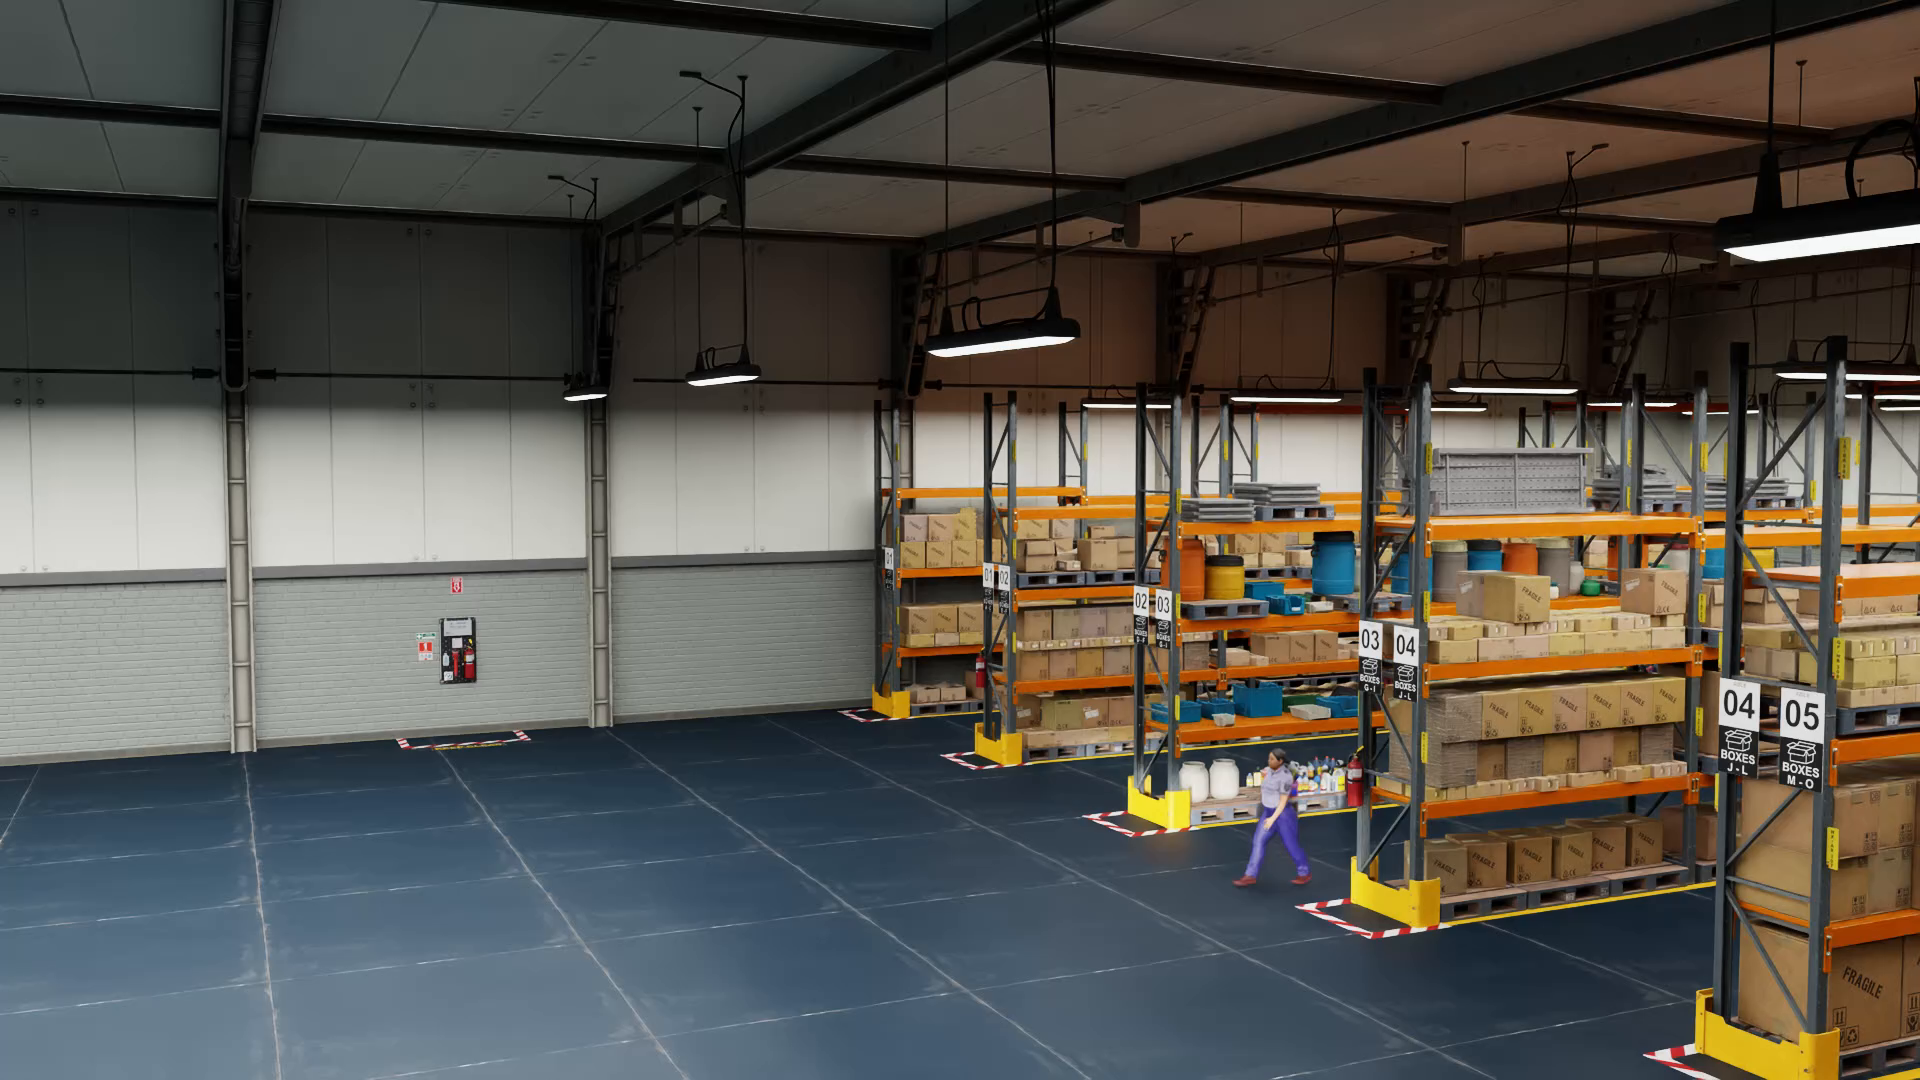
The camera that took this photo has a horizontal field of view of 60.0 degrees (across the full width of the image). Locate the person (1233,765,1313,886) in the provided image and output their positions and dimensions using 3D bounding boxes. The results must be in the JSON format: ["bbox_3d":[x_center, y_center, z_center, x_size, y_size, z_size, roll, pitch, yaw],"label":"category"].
[{"bbox_3d":[3.658,3.312,19.355,0.972,1.398,0.485,-1,4,-24],"label":"person"}]
